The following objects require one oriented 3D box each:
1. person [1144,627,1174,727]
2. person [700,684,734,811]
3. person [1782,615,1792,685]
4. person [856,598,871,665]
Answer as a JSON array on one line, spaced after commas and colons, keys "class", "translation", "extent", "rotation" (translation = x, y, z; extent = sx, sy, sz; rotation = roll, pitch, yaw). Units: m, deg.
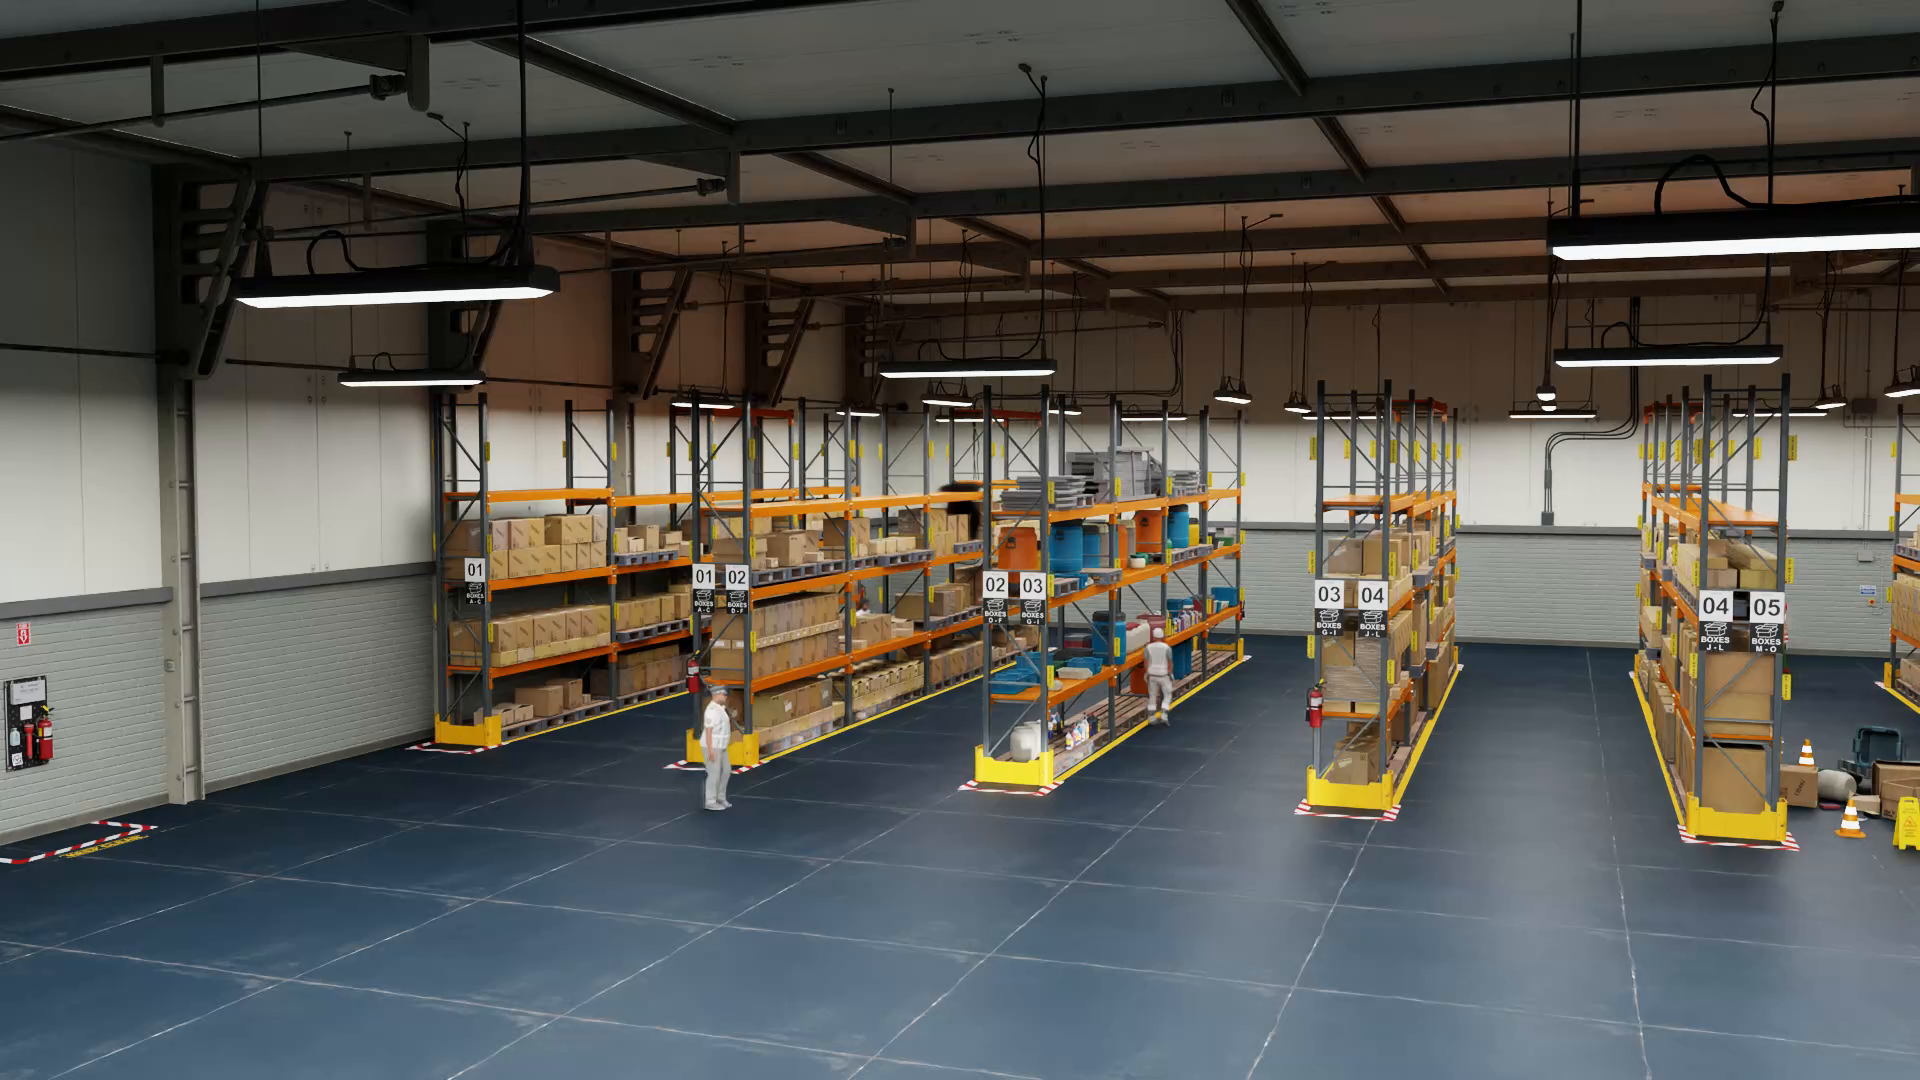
[{"class": "person", "translation": [3.621, 2.500, 30.340], "extent": [0.552, 1.826, 0.434], "rotation": [3, 4, 41]}, {"class": "person", "translation": [-3.420, 2.914, 23.258], "extent": [0.419, 1.801, 0.629], "rotation": [0, 3, 9]}, {"class": "person", "translation": [17.508, 2.213, 35.695], "extent": [0.645, 1.794, 0.799], "rotation": [-2, 3, -29]}, {"class": "person", "translation": [-2.063, 2.139, 36.424], "extent": [0.366, 1.714, 0.512], "rotation": [2, 4, 39]}]
